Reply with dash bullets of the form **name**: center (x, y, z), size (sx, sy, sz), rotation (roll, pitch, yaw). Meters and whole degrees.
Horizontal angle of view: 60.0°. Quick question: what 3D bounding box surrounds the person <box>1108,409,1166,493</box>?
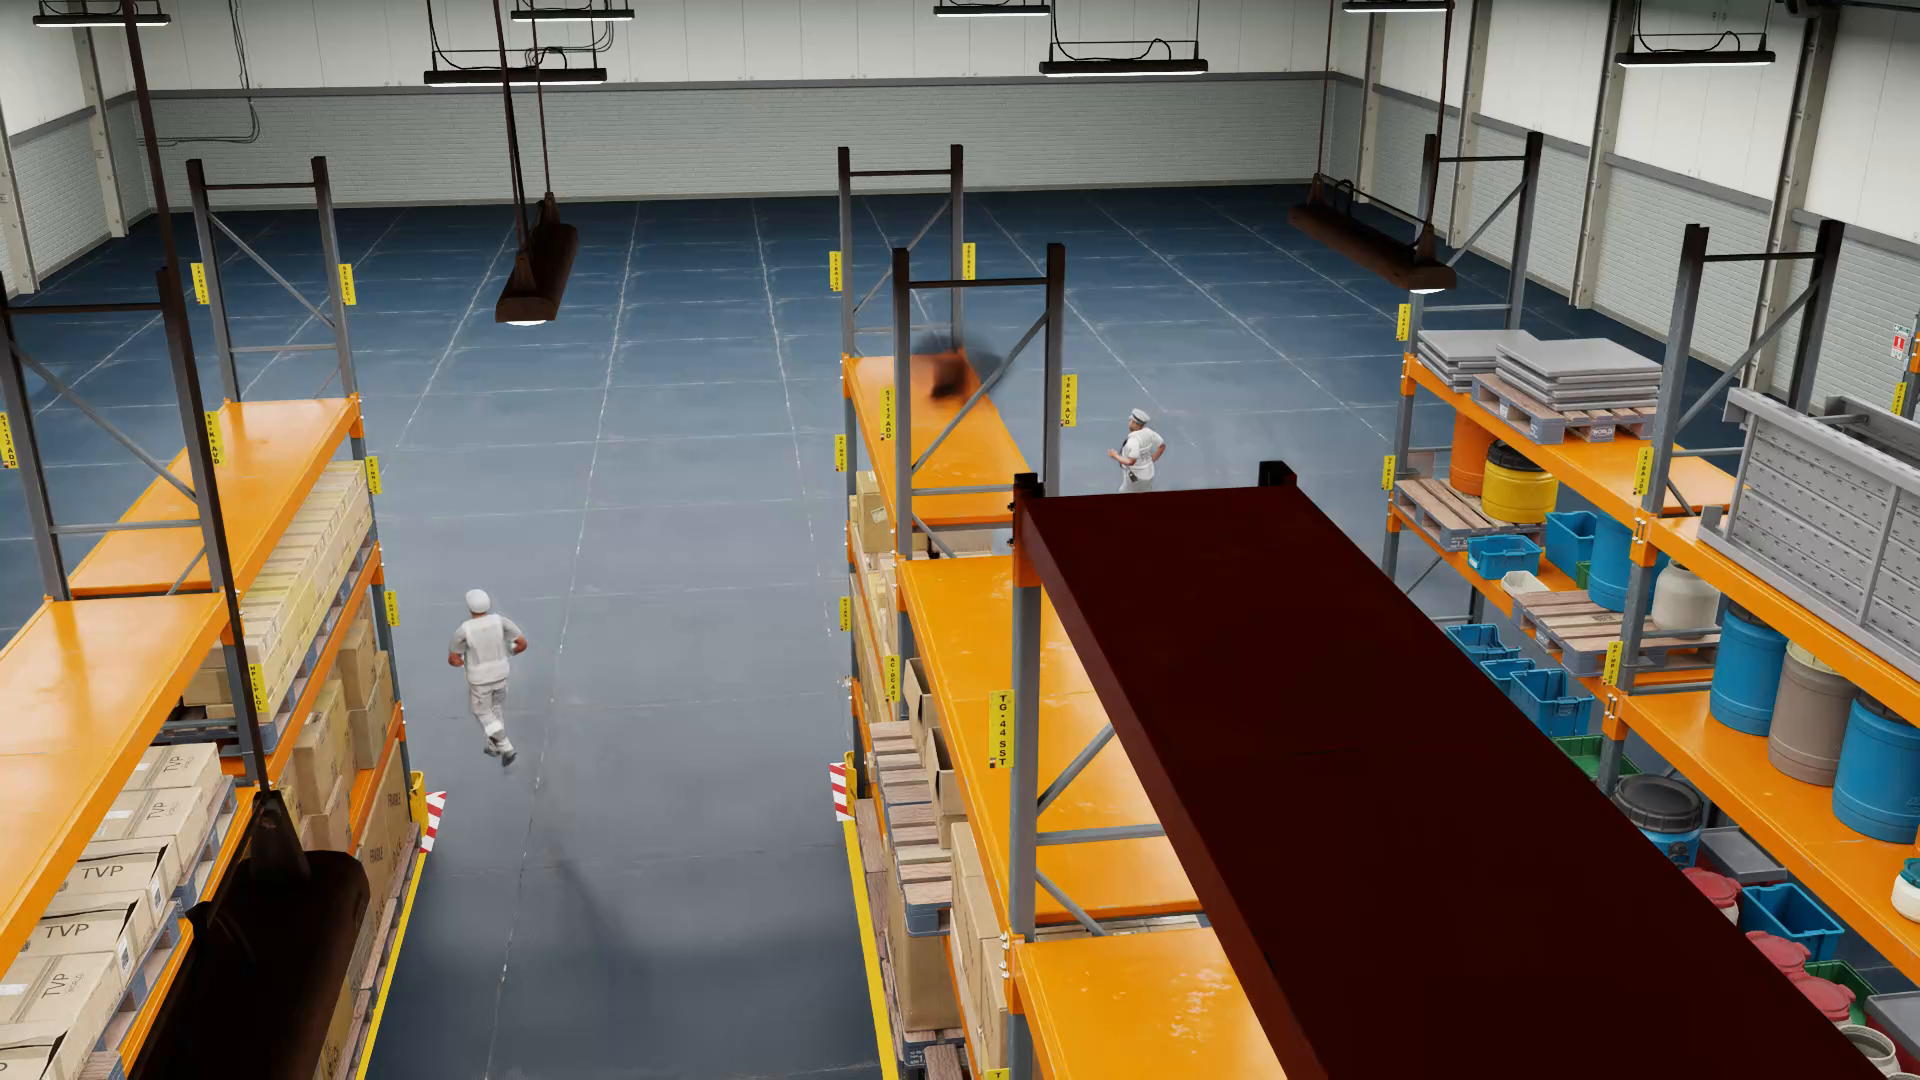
- **person**: center (2.261, -0.765, 21.239), size (0.777, 1.860, 0.624), rotation (8, 23, 19)

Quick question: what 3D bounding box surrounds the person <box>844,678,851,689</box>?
- **person**: center (-0.843, 0.812, 16.987), size (0.983, 1.776, 0.711), rotation (14, 26, 32)

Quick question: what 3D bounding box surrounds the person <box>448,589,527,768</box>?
- **person**: center (-4.332, 1.286, 15.276), size (0.711, 1.796, 0.806), rotation (-13, 25, -29)
